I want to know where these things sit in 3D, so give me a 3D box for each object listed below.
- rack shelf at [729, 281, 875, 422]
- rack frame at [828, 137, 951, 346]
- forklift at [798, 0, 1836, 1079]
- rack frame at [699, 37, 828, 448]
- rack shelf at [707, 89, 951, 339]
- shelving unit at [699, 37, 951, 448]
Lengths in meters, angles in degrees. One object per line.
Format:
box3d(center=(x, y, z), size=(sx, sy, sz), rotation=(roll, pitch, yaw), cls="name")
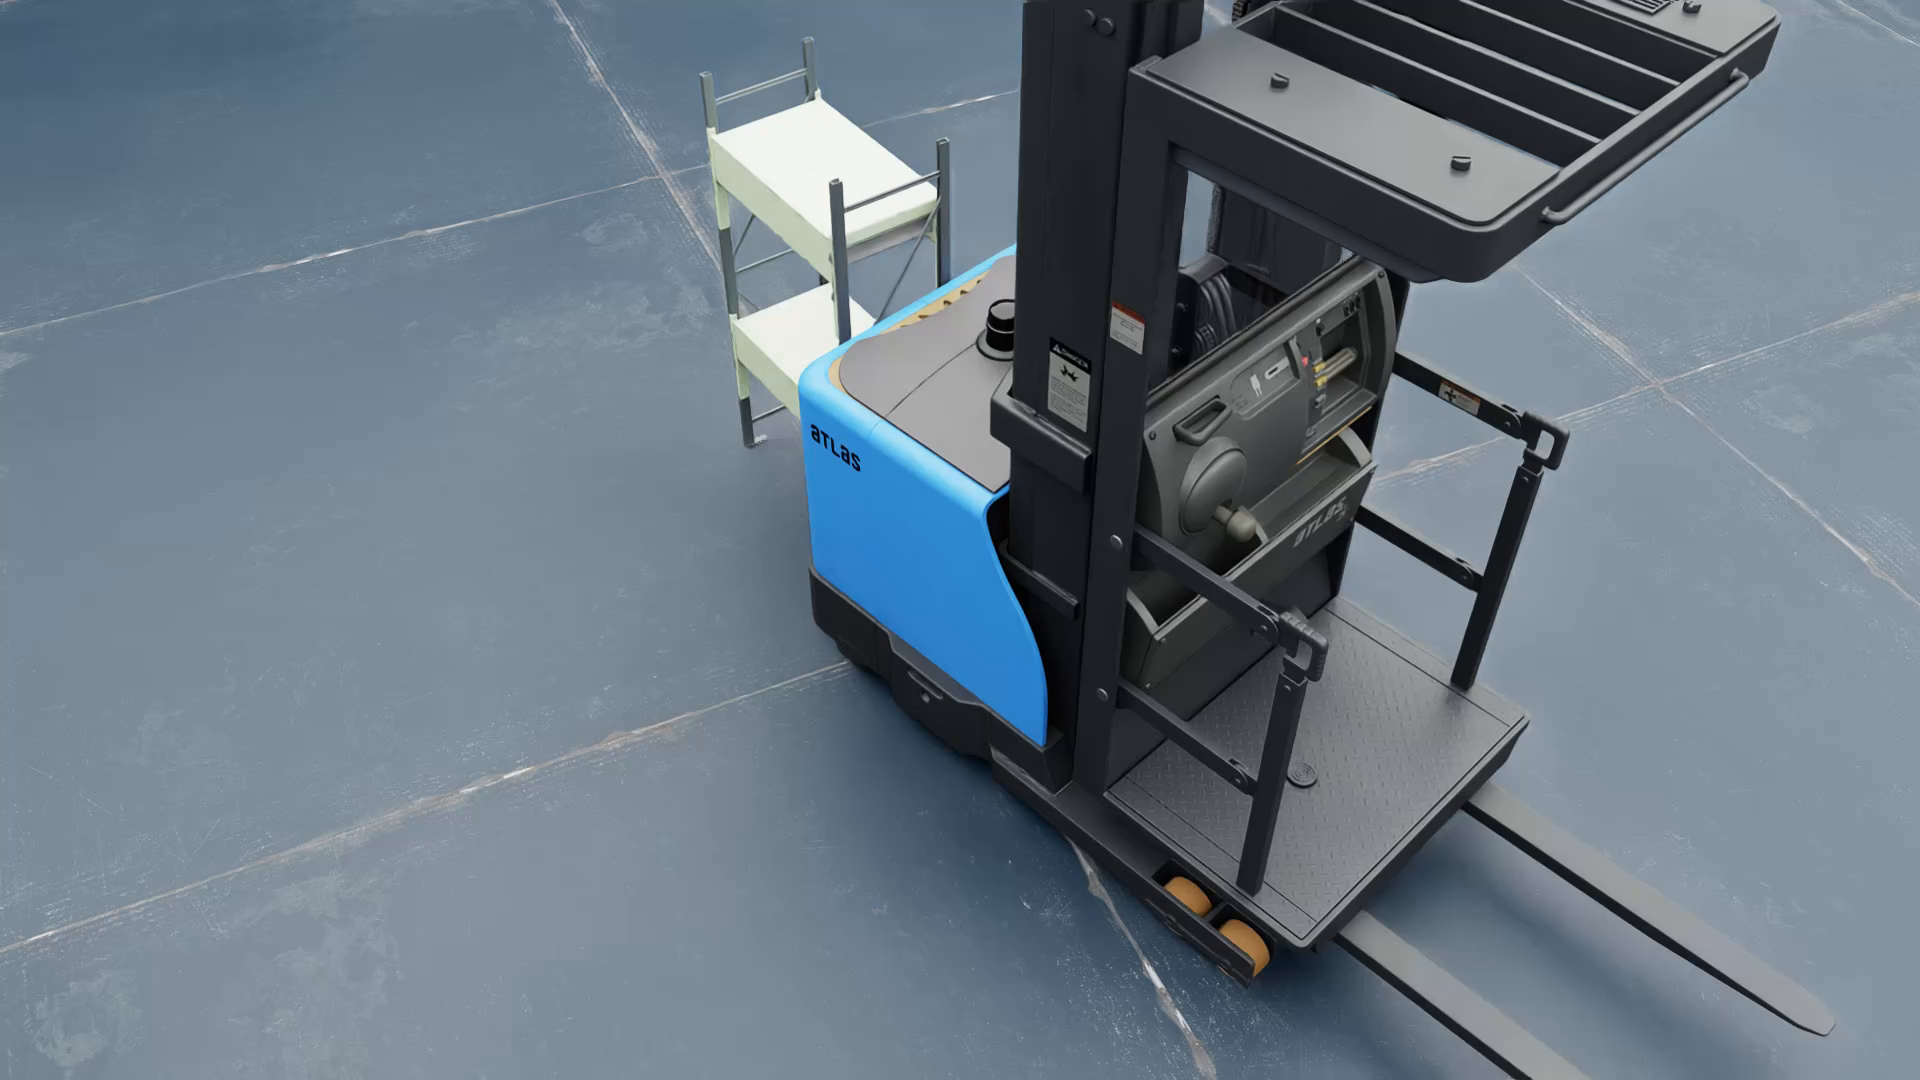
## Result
box3d(center=(-0.411, -0.516, 5.670), size=(0.431, 0.370, 0.720), rotation=(-27, 51, -24), cls="rack shelf")
box3d(center=(-0.198, -0.539, 5.229), size=(0.400, 1.500, 0.023), rotation=(-27, 51, -24), cls="rack frame")
box3d(center=(0.914, -0.260, 3.927), size=(1.130, 2.935, 3.031), rotation=(-35, 54, -30), cls="forklift")
box3d(center=(-0.624, -0.957, 5.652), size=(0.400, 1.500, 0.023), rotation=(-27, 51, -24), cls="rack frame")
box3d(center=(-0.411, -1.026, 5.166), size=(0.431, 0.370, 0.720), rotation=(-27, 51, -24), cls="rack shelf")
box3d(center=(-0.411, -0.748, 5.441), size=(0.431, 1.500, 0.755), rotation=(-27, 51, -24), cls="shelving unit")
